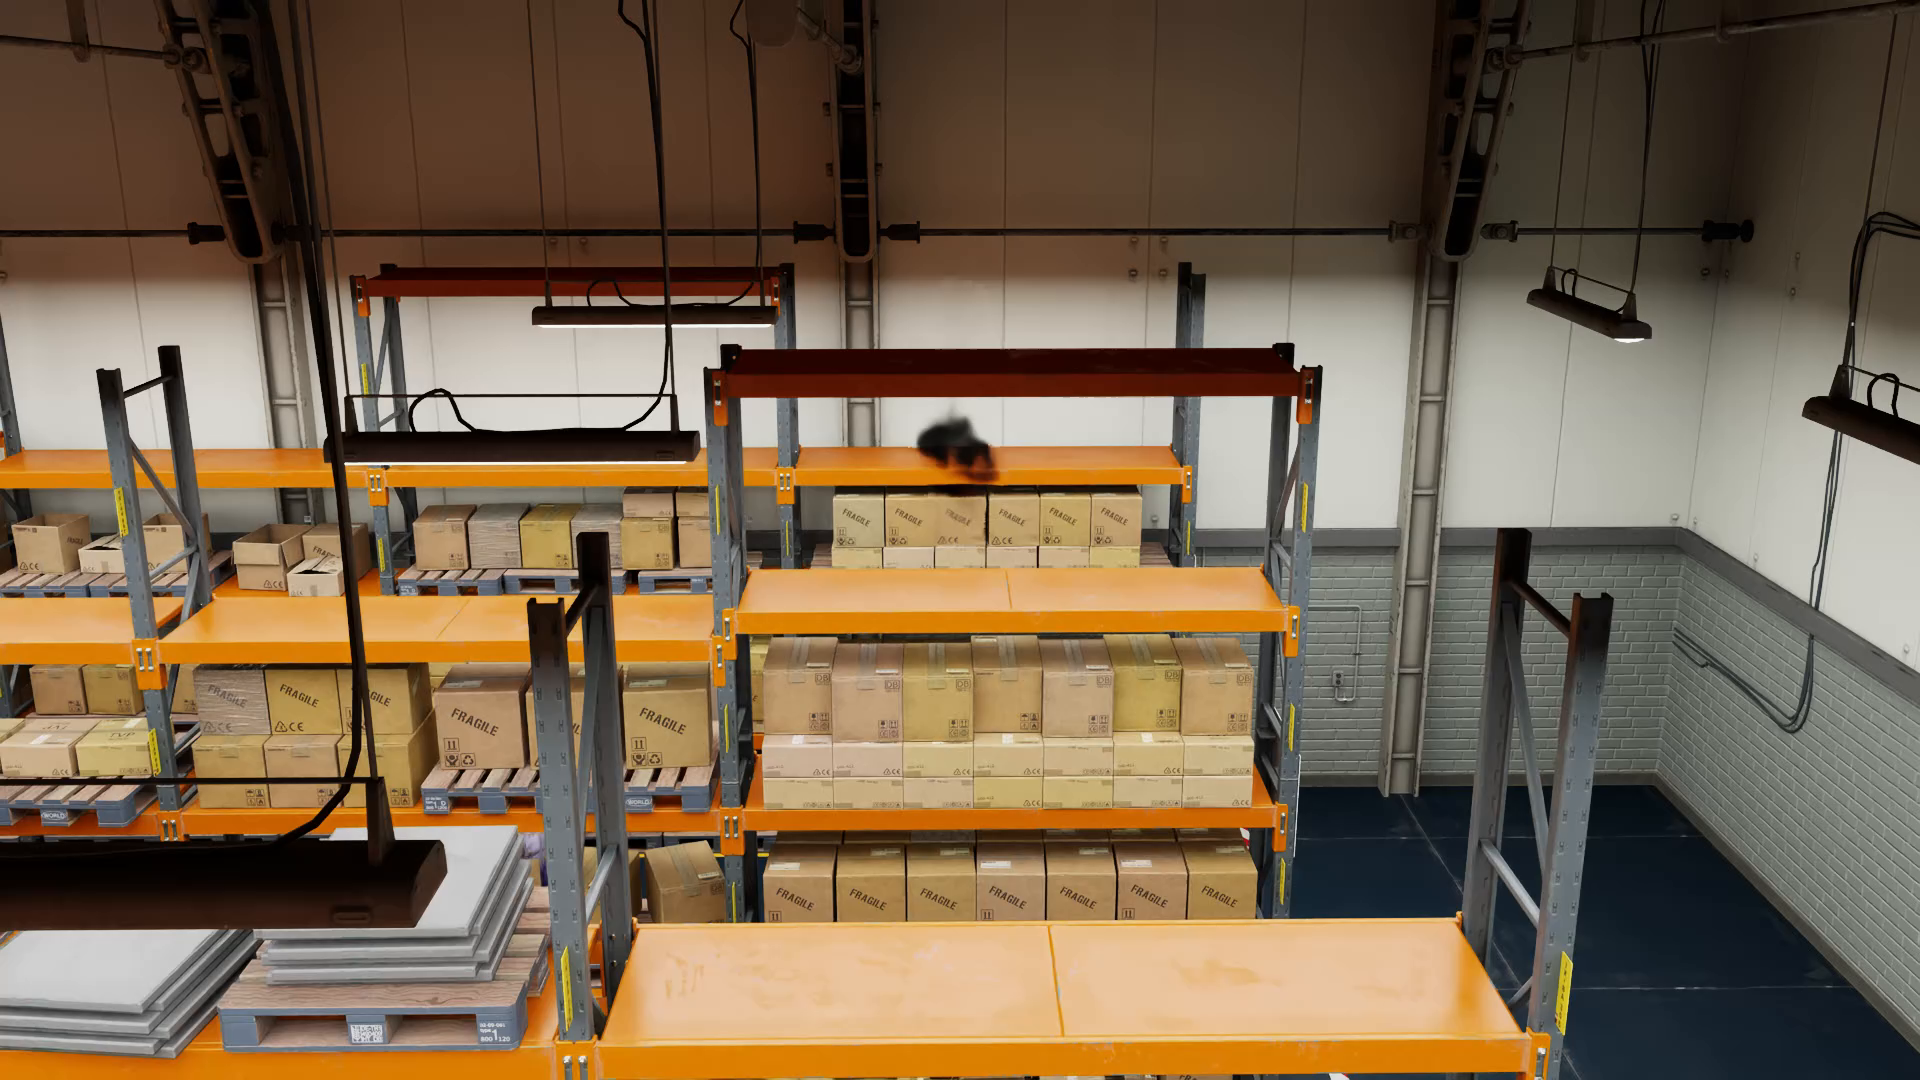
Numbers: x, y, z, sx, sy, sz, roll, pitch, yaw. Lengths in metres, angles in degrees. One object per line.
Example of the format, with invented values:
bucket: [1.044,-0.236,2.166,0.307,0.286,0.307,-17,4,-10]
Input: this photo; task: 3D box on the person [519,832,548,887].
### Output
person: [-3.751,3.089,14.841,0.726,1.626,0.613,-1,16,-2]
